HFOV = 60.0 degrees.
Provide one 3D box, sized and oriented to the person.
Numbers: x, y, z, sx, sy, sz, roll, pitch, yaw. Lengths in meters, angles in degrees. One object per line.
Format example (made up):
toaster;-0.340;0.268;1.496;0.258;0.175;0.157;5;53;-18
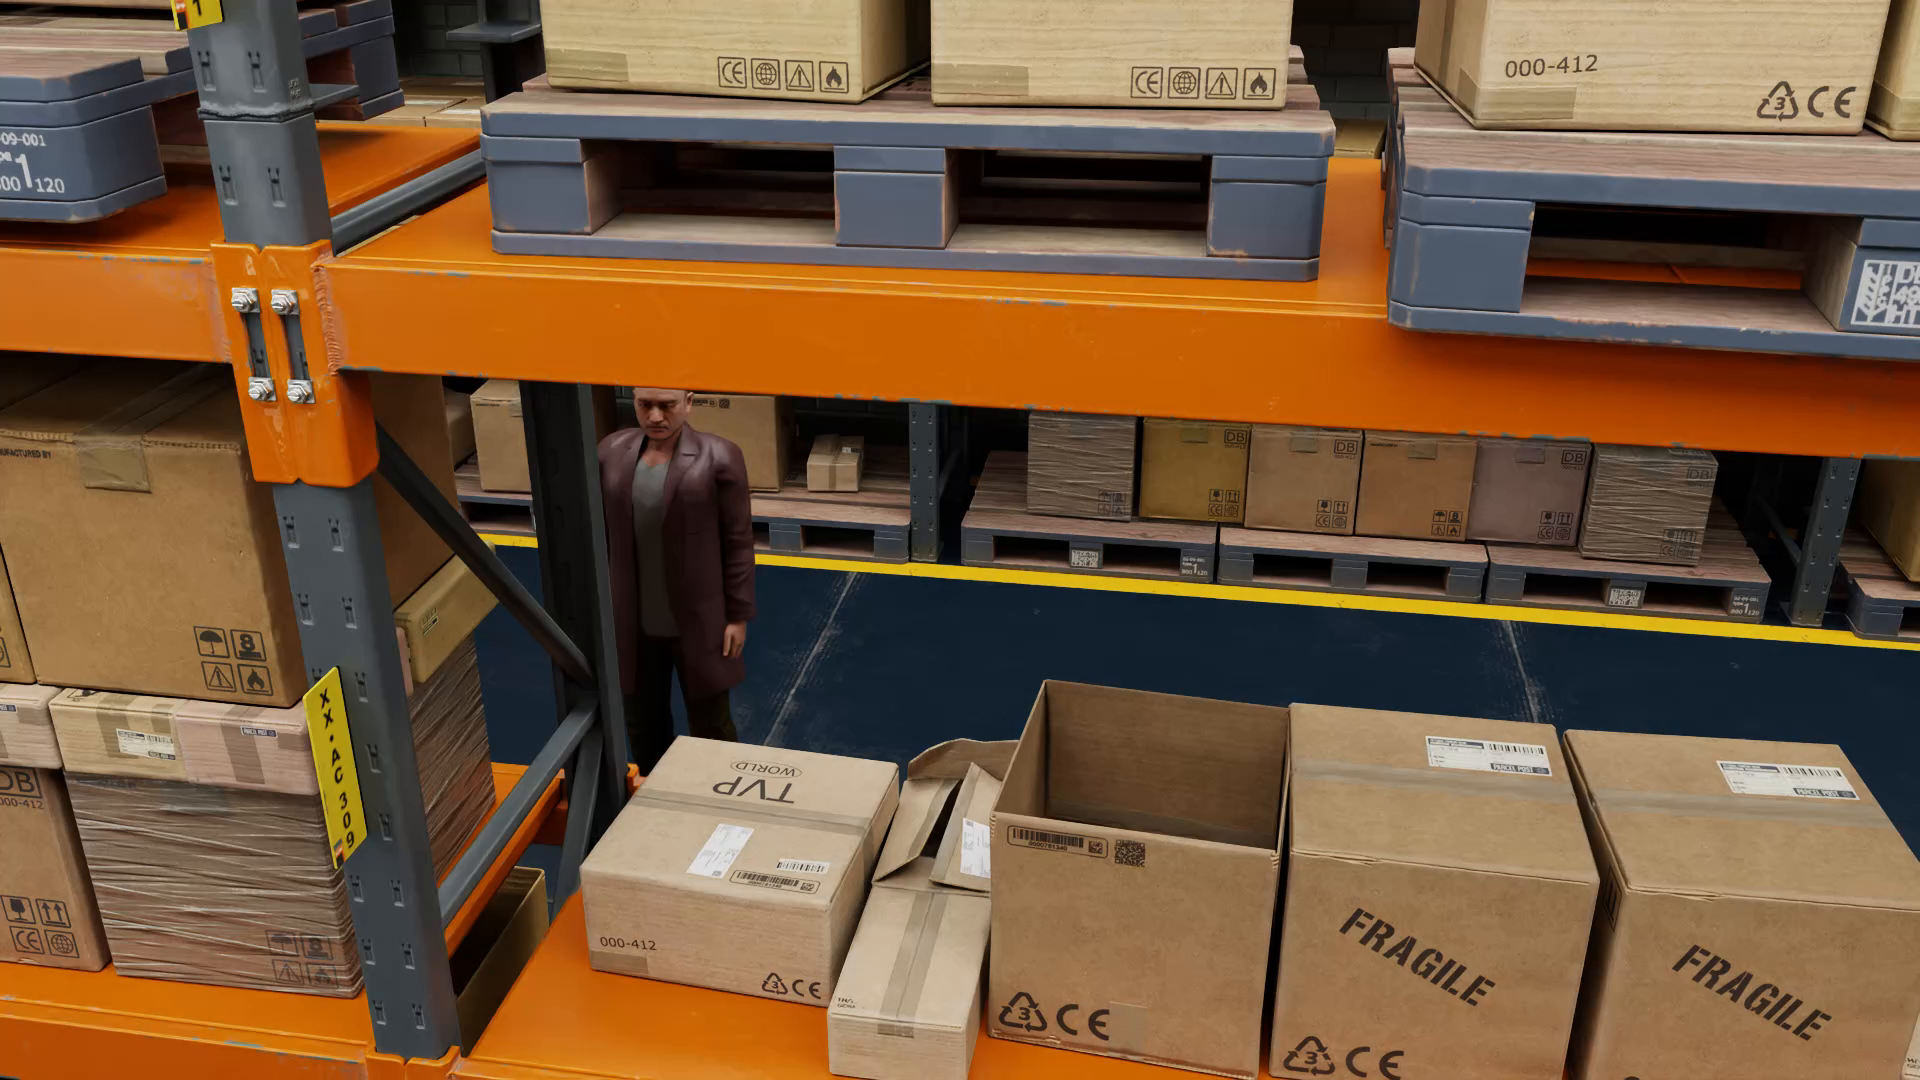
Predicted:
person;-0.955;0.257;5.564;0.562;1.776;0.395;4;25;10
